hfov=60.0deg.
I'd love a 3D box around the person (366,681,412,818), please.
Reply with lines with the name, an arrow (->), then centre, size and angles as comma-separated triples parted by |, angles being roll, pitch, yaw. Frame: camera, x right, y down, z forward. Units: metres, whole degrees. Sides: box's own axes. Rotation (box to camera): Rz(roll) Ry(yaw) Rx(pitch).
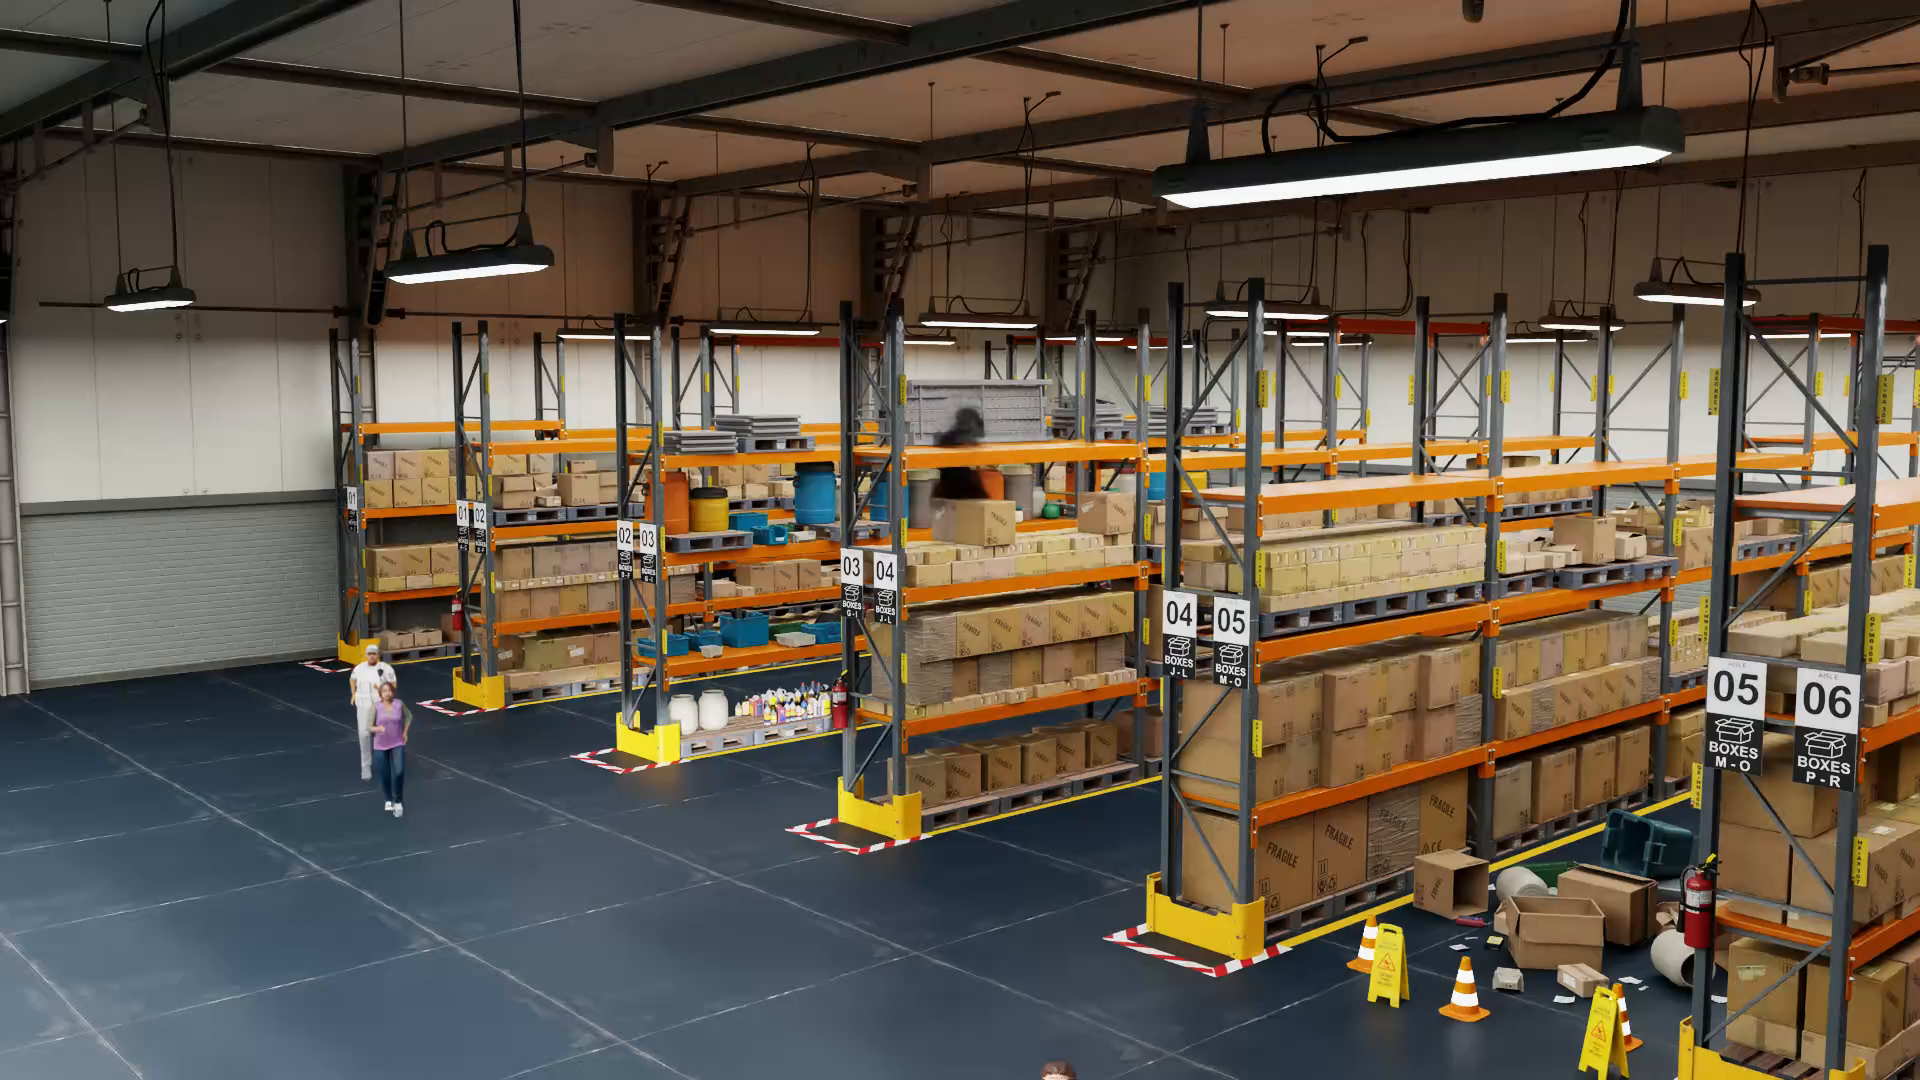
person -> -6.669, 2.450, 19.467 | 0.517, 1.608, 0.639 | -2, 6, -20

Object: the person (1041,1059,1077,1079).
person -> 0.550, 3.481, 8.604 | 0.572, 1.702, 0.840 | 1, 6, 6

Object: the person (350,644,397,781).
person -> -7.620, 2.195, 21.624 | 0.588, 1.707, 0.820 | -2, 6, -16
